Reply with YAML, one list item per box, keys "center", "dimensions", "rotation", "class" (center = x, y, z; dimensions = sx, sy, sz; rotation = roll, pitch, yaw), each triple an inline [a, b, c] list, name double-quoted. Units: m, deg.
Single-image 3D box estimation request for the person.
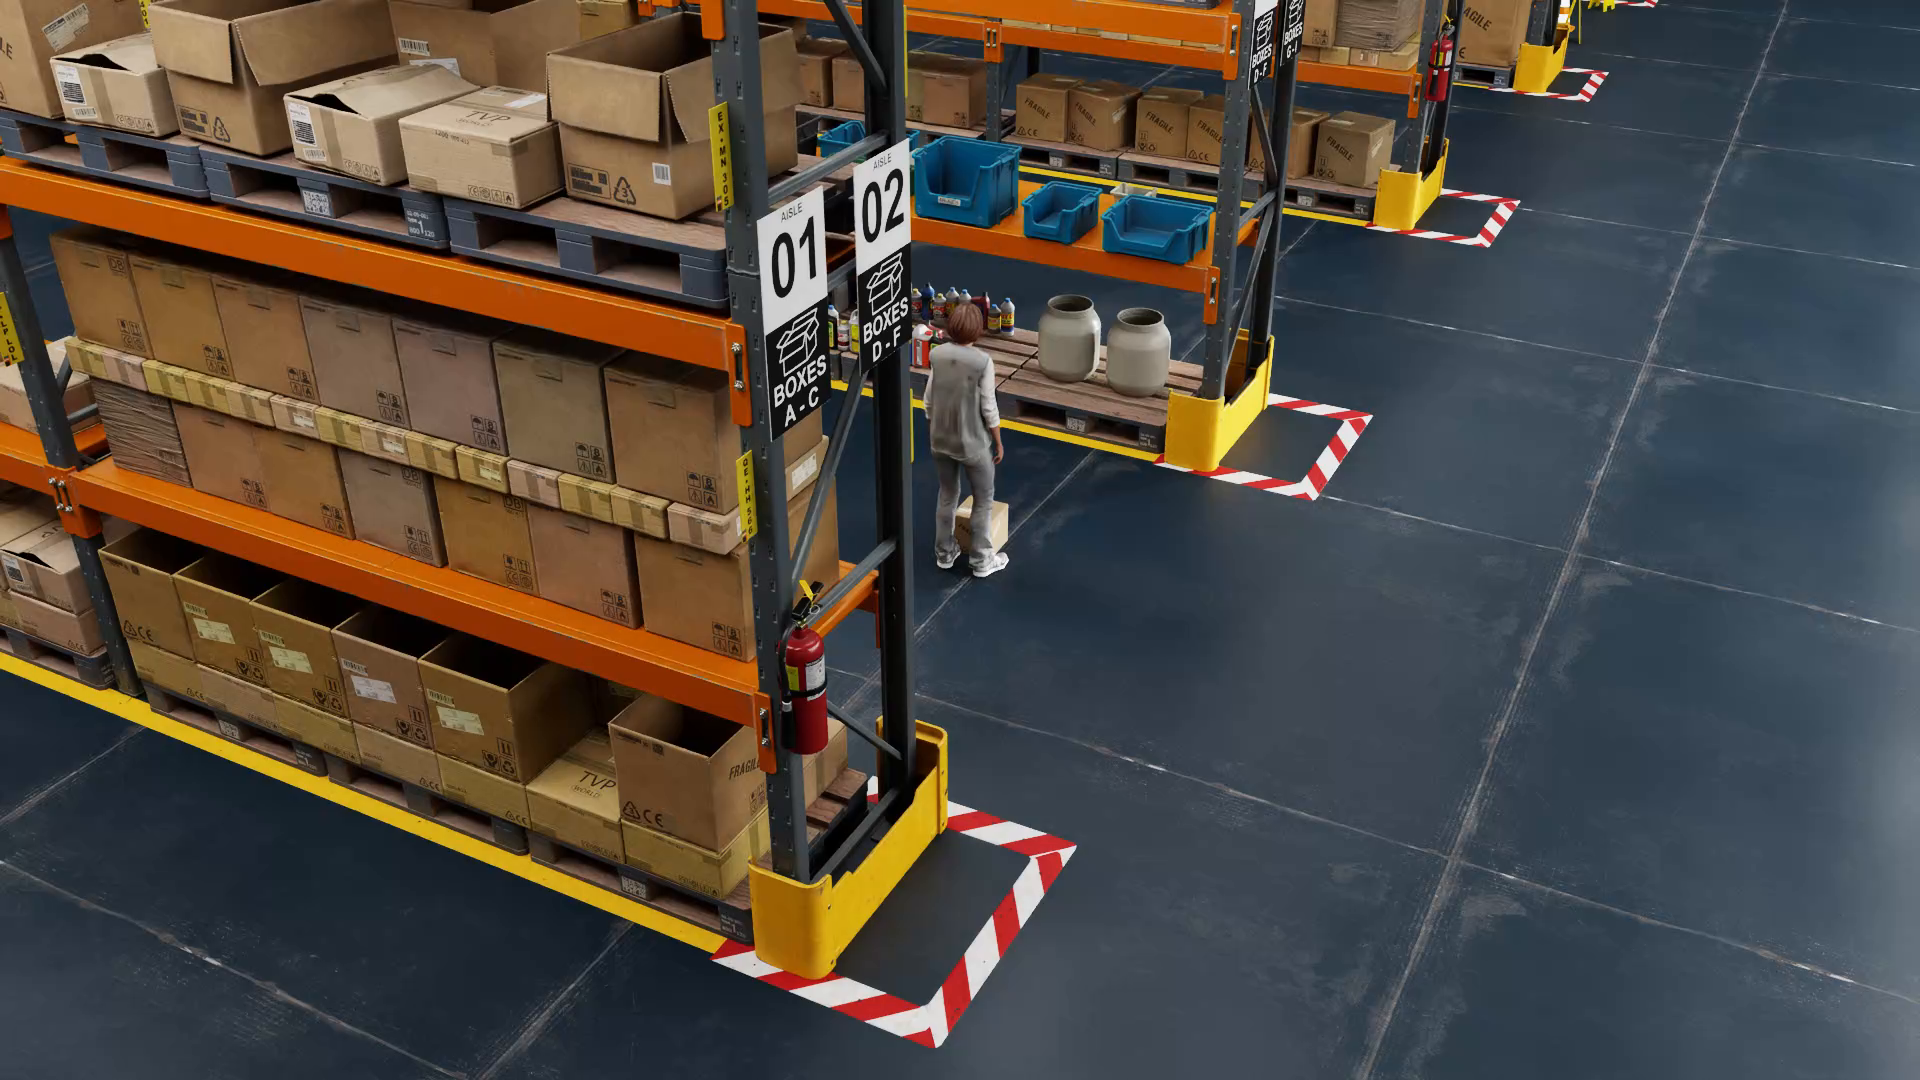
- center: [0.016, -0.539, 9.207]
  dimensions: [0.461, 1.592, 0.343]
  rotation: [15, 34, 23]
  class: "person"
